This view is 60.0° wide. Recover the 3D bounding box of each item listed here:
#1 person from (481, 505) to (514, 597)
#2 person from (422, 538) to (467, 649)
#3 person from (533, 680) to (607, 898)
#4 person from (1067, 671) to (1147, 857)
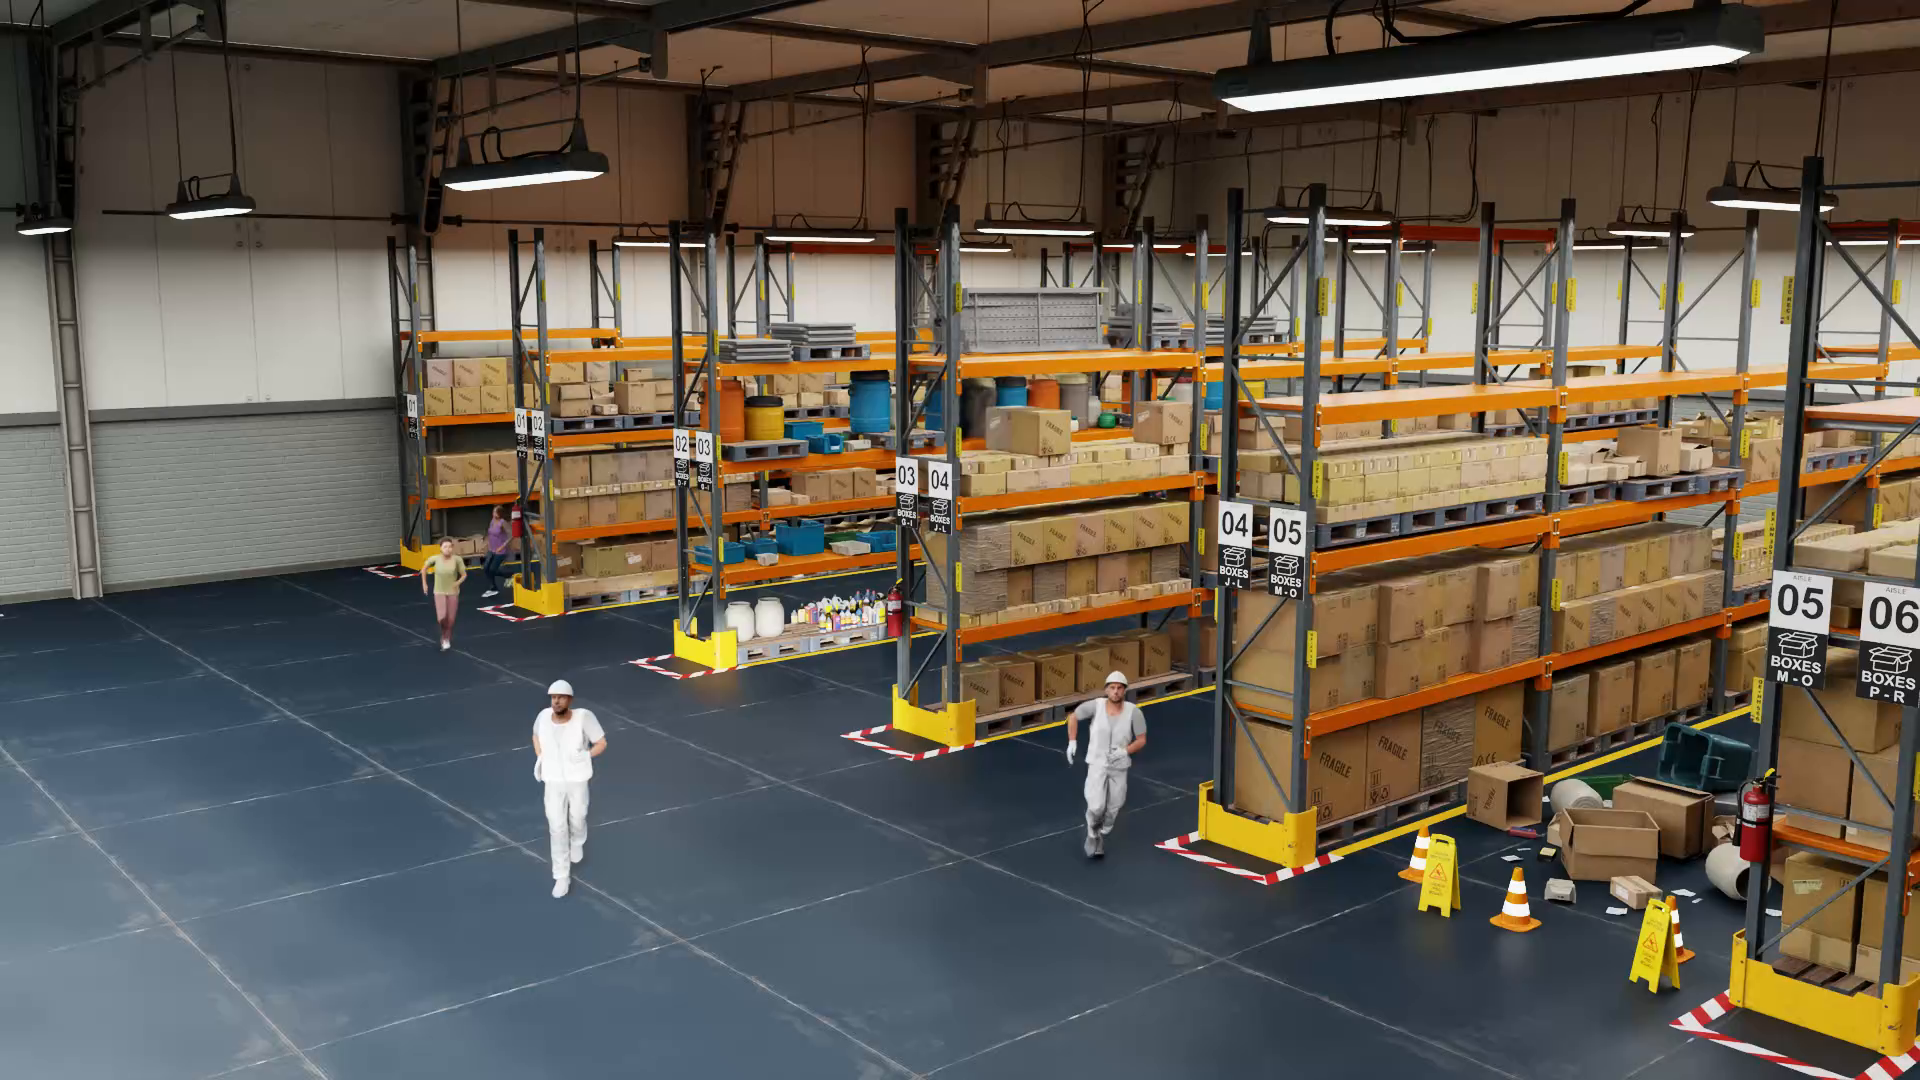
[{"bbox_3d":[-7.629,0.190,27.652,0.584,1.525,0.542,7,11,38],"label":"person"},{"bbox_3d":[-7.254,0.762,23.470,0.585,1.611,0.622,-4,10,-23],"label":"person"},{"bbox_3d":[-3.384,2.083,14.412,0.665,1.797,0.926,-1,9,-5],"label":"person"},{"bbox_3d":[1.318,2.027,14.887,0.700,1.730,0.598,-1,9,-4],"label":"person"}]
